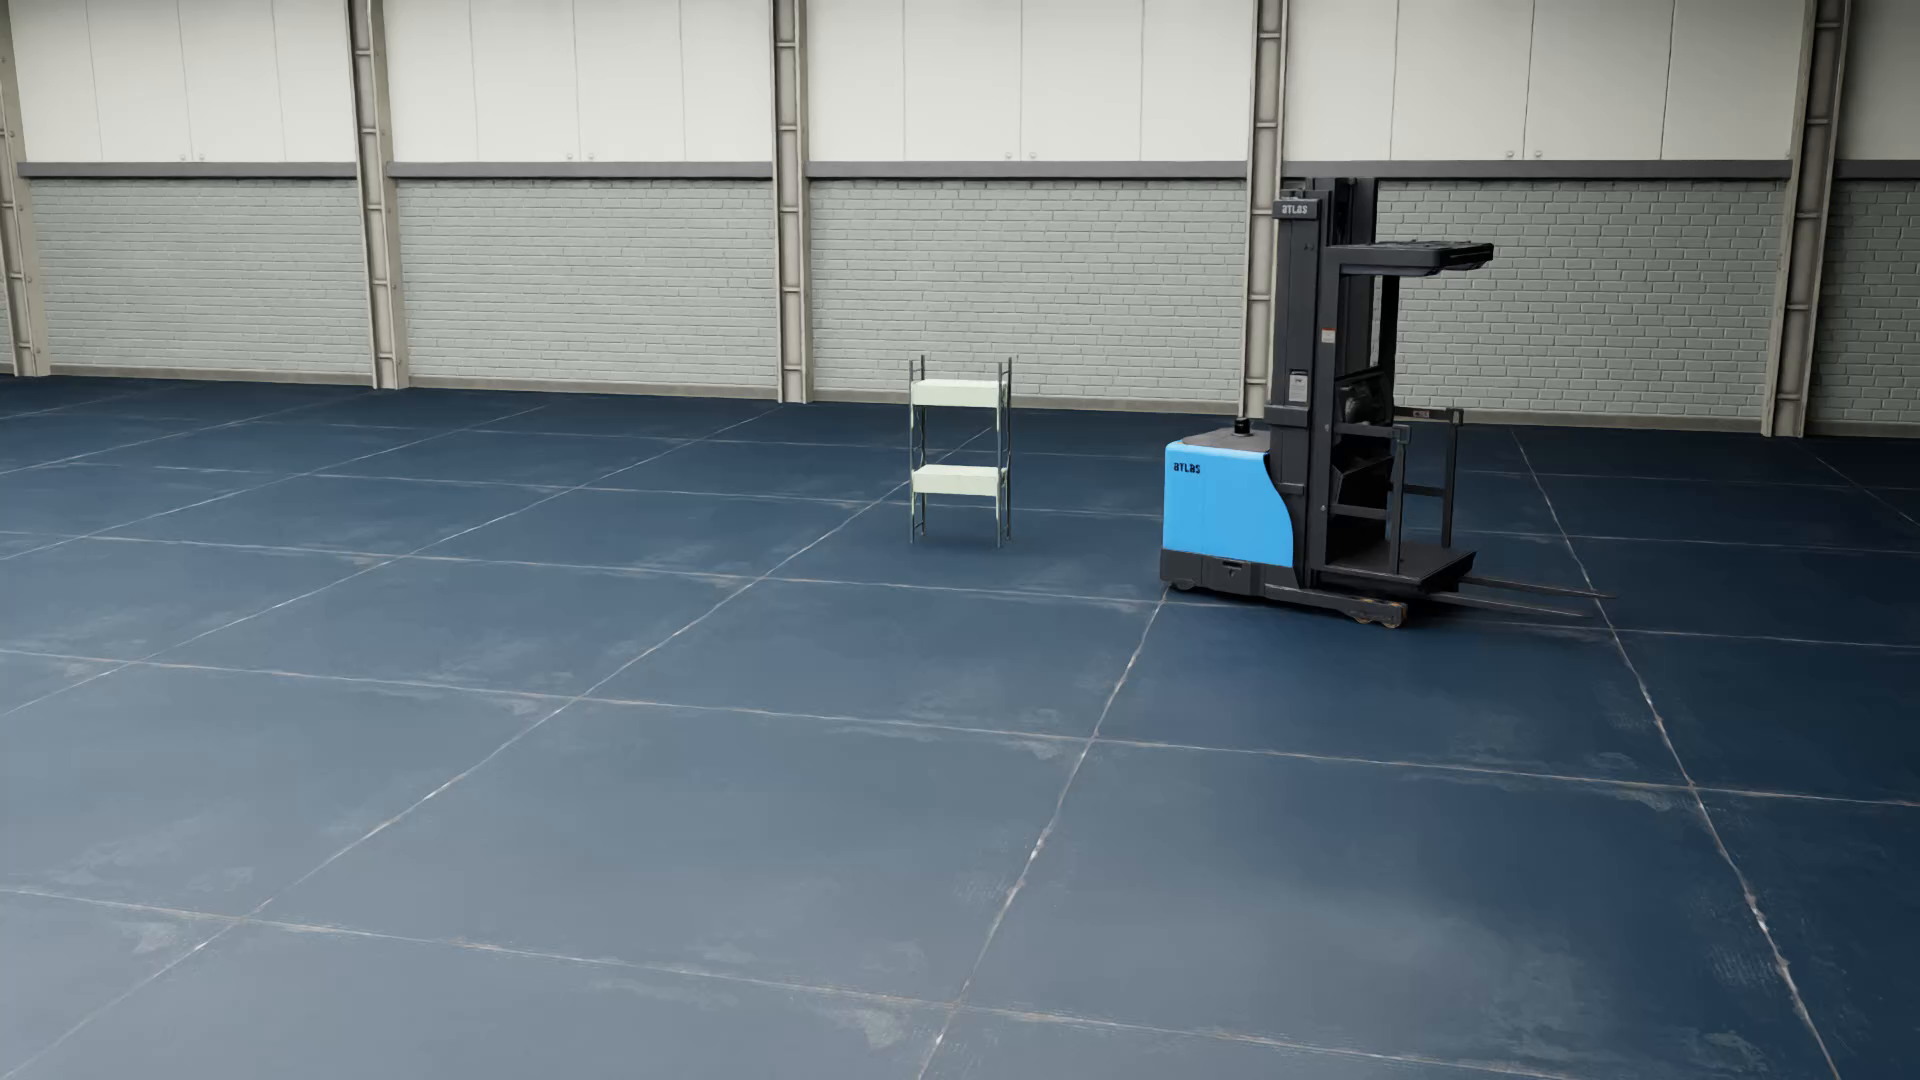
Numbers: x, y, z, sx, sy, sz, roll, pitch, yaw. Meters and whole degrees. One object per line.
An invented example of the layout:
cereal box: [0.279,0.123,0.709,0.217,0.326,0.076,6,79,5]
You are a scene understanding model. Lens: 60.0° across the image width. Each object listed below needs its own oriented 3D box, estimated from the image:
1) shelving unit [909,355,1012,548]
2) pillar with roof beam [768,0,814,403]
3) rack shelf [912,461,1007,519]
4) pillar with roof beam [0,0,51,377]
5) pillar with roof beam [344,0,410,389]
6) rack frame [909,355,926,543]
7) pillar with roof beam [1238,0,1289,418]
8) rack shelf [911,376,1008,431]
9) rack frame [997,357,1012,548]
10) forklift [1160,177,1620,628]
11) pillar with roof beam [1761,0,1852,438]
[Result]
shelving unit: [0.006,-0.732,13.570,0.755,1.500,0.431,3,13,14]
pillar with roof beam: [-3.200,-5.321,16.940,0.400,9.000,9.100,3,13,14]
rack shelf: [0.006,-0.414,13.640,0.720,0.370,0.431,3,13,14]
pillar with roof beam: [-14.851,-5.944,19.747,0.400,9.000,9.100,3,13,14]
pillar with roof beam: [-9.026,-5.632,18.344,0.400,9.000,9.100,3,13,14]
rack frame: [-0.349,-0.751,13.655,0.023,1.500,0.400,3,13,14]
pillar with roof beam: [2.625,-5.009,15.537,0.400,9.000,9.100,3,13,14]
rack shelf: [0.006,-1.113,13.485,0.720,0.370,0.431,3,13,14]
rack frame: [0.362,-0.713,13.484,0.023,1.500,0.400,3,13,14]
forklift: [2.953,-0.974,11.355,3.031,2.935,1.130,9,15,35]
pillar with roof beam: [8.450,-4.698,14.133,0.400,9.000,9.100,3,13,14]
